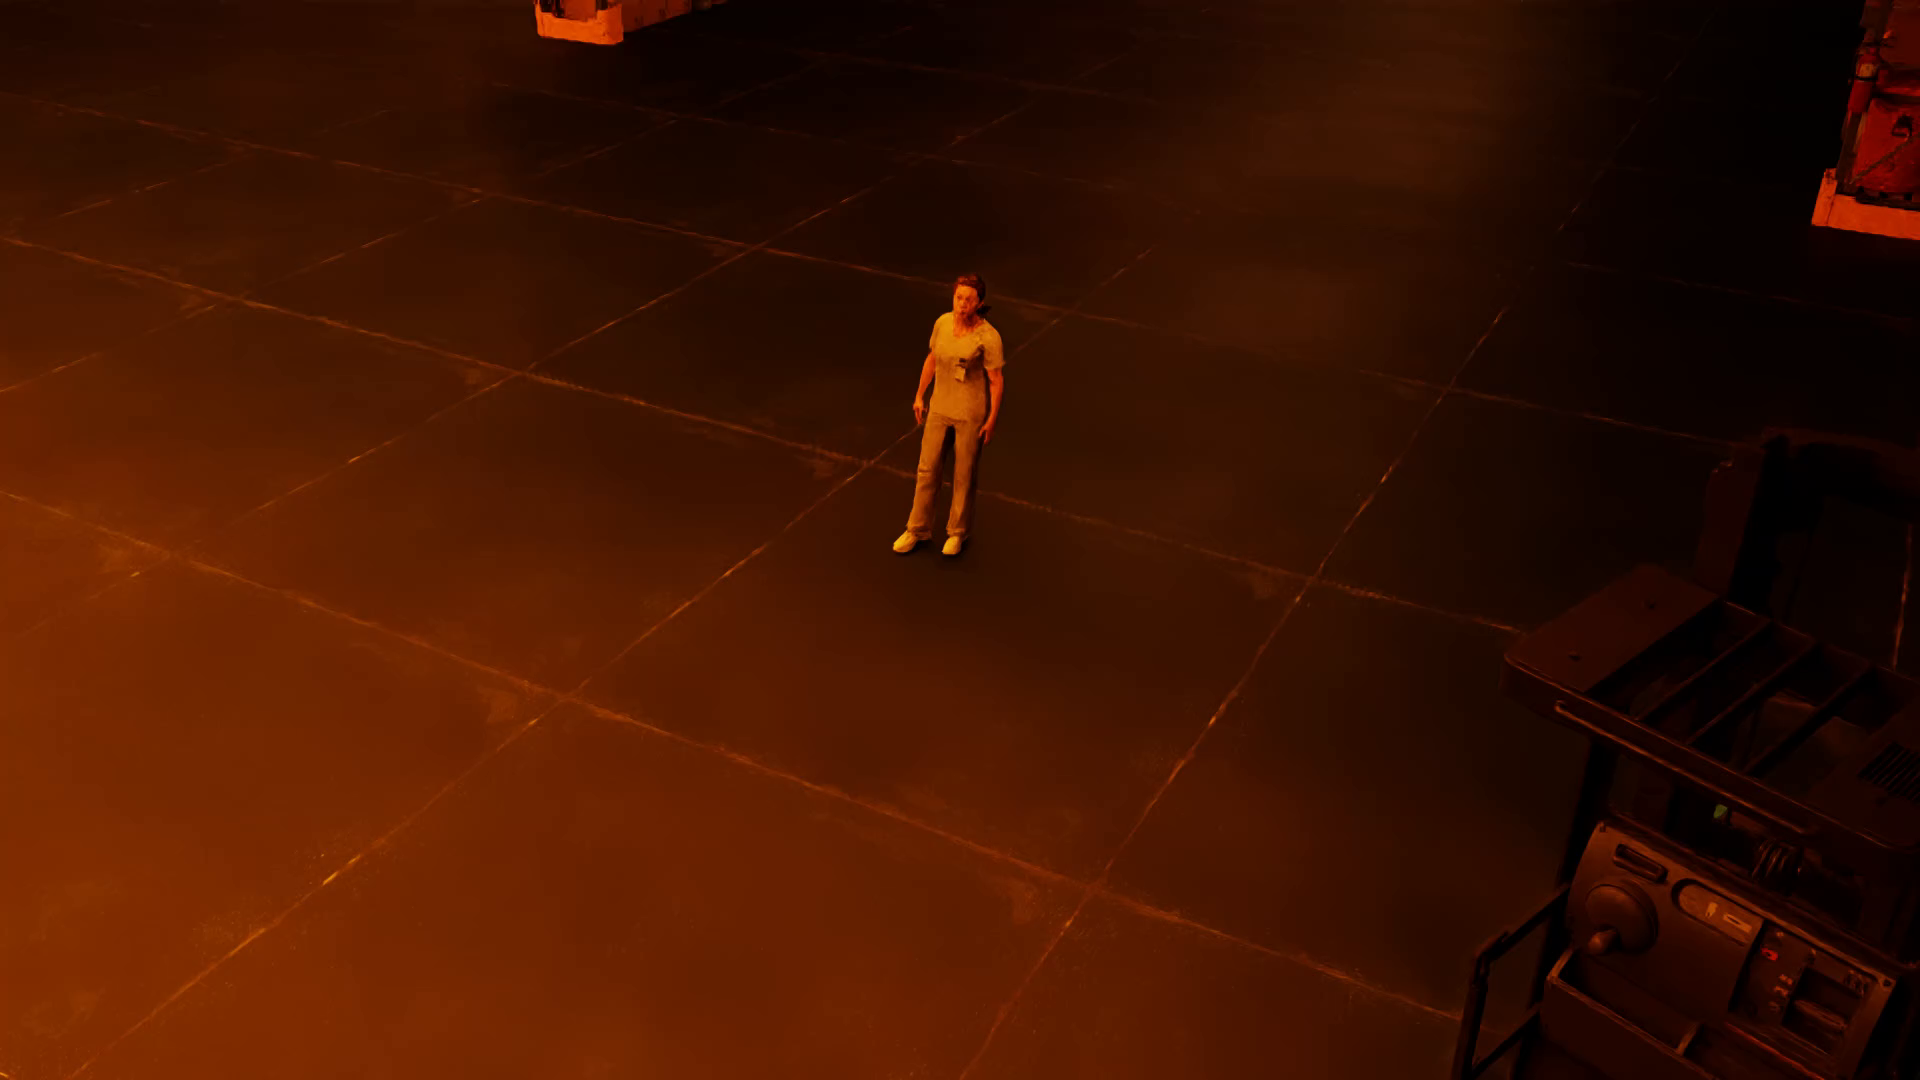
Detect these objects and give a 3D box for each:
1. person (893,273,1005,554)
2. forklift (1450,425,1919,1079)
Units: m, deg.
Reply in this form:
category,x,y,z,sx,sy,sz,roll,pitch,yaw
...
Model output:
category,x,y,z,sx,sy,sz,roll,pitch,yaw
person,-0.047,-0.703,9.530,0.550,1.674,0.548,15,33,25
forklift,2.149,1.254,4.898,3.031,2.935,1.130,-24,37,-35
